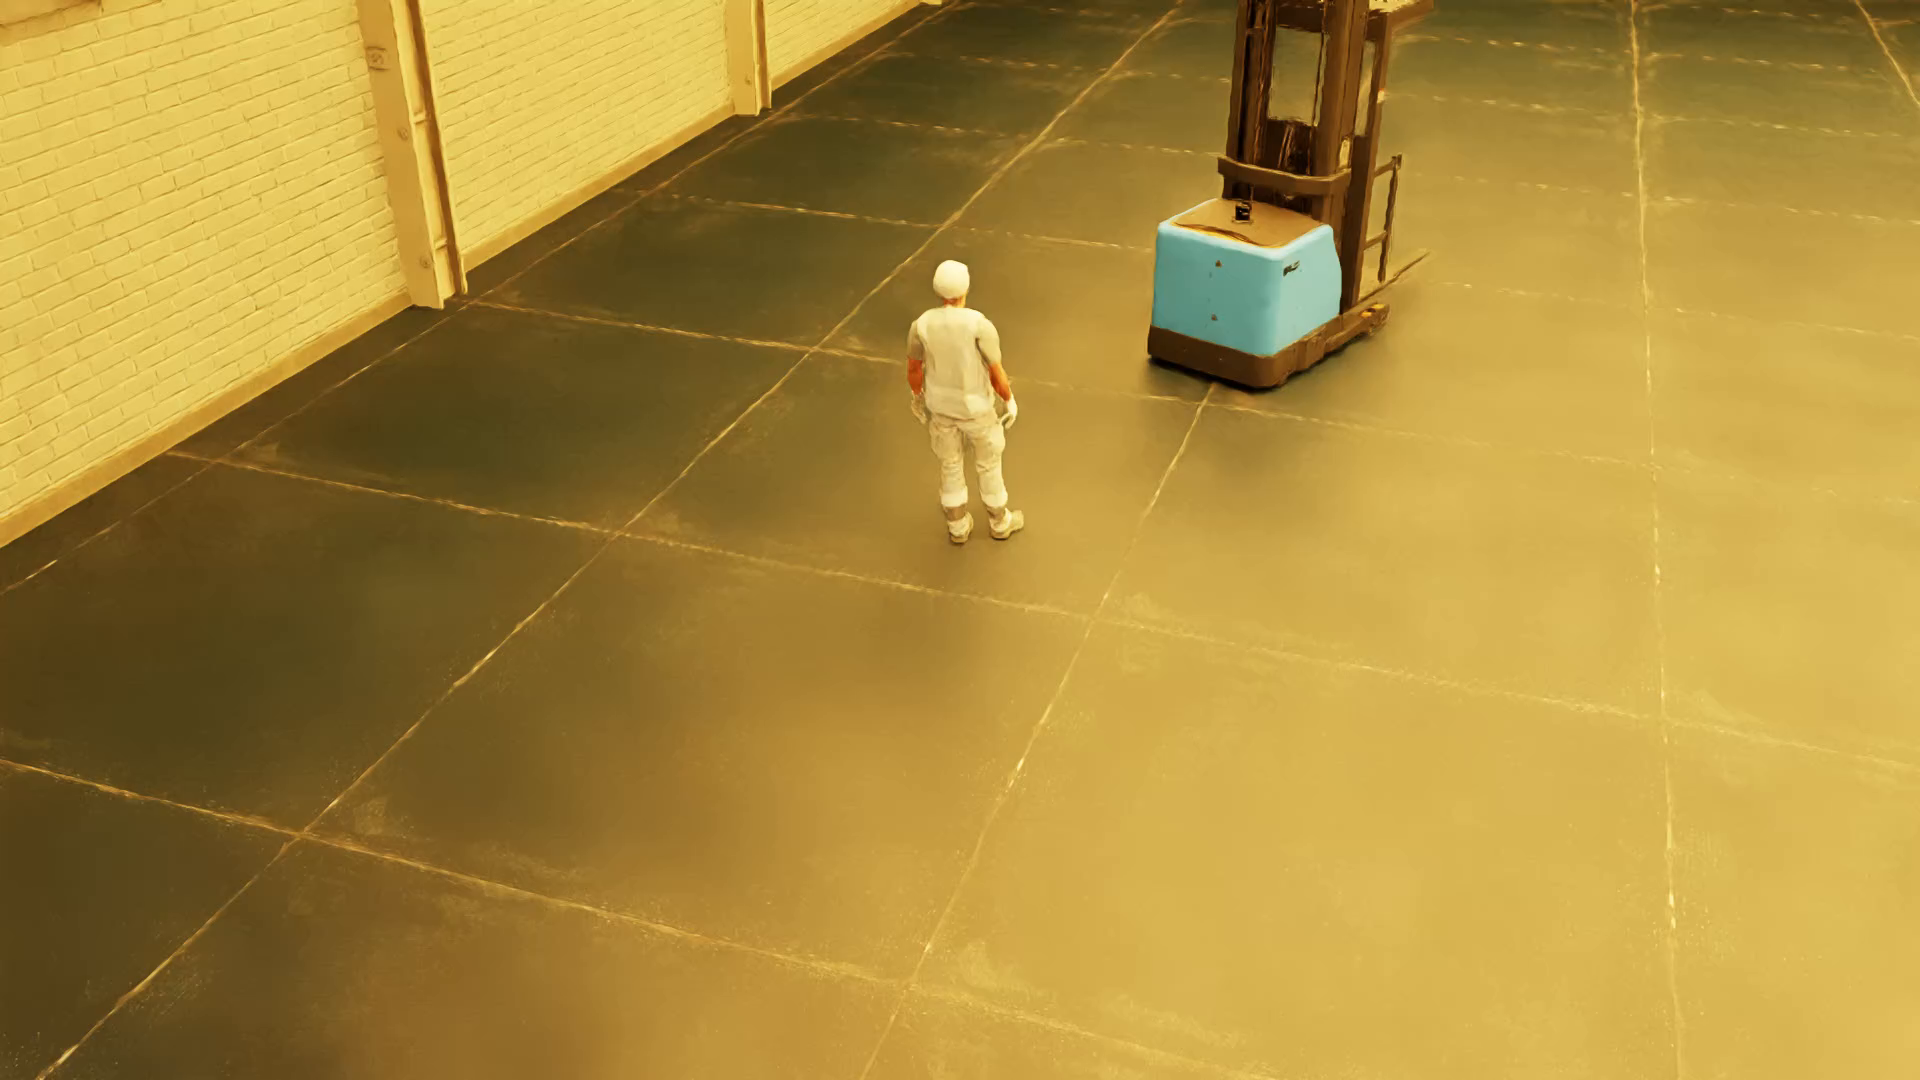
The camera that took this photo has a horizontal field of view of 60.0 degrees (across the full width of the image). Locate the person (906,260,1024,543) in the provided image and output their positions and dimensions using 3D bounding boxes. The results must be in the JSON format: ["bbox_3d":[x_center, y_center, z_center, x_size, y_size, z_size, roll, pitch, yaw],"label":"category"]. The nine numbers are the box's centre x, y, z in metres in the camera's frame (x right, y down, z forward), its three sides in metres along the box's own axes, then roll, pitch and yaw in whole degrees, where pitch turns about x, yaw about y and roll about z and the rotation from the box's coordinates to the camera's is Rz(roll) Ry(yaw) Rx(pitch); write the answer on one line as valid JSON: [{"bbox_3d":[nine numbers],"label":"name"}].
[{"bbox_3d":[0.037,-0.819,9.713,0.637,1.787,0.563,10,31,16],"label":"person"}]

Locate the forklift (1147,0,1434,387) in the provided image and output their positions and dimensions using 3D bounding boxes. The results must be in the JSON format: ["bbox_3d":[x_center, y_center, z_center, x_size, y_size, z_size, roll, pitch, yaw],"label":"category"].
[{"bbox_3d":[2.715,-3.024,12.441,1.130,2.935,3.031,22,36,33],"label":"forklift"}]
